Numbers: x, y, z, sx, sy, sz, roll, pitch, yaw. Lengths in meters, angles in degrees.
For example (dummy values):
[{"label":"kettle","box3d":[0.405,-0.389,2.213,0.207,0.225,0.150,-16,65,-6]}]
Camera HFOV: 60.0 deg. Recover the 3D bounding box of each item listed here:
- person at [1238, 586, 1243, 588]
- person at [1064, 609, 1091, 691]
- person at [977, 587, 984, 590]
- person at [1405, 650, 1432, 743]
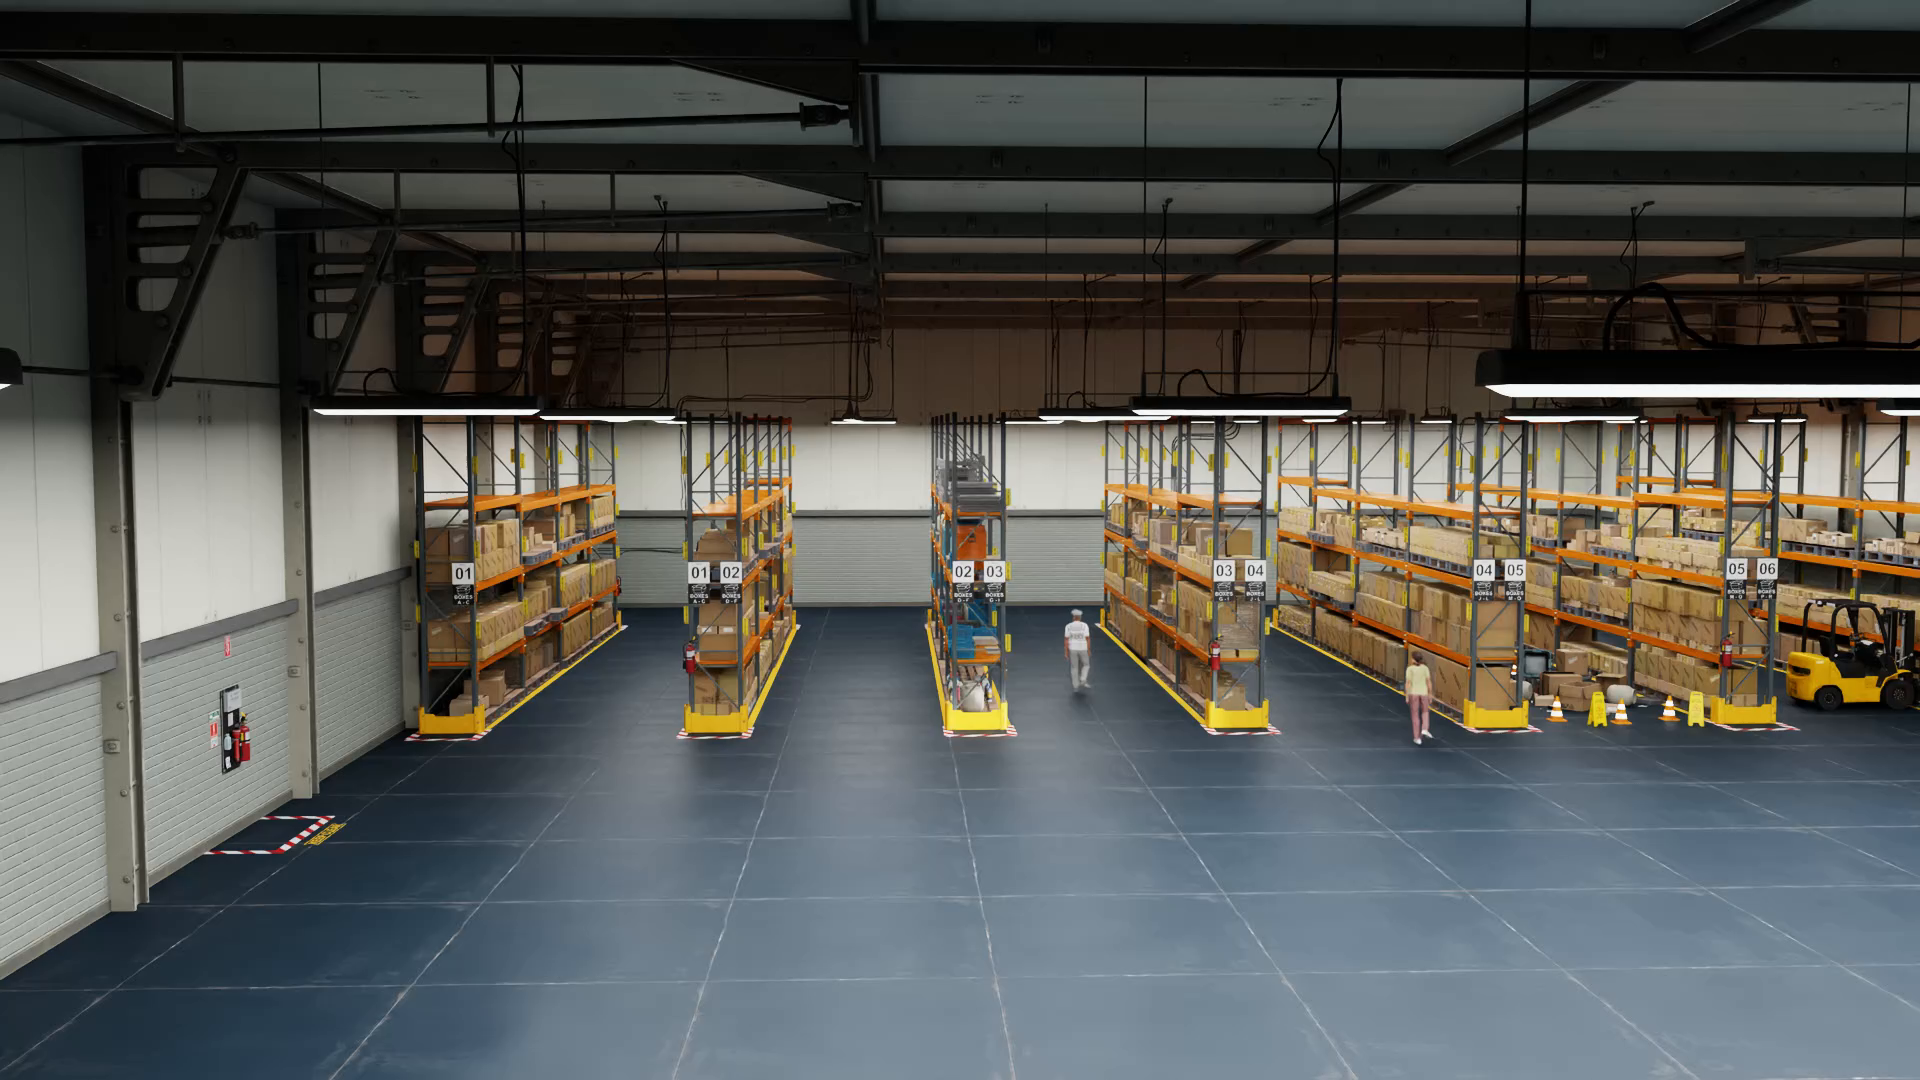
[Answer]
[{"label":"person","box3d":[8.228,1.442,49.892,0.559,1.731,1.004,0,4,7]},{"label":"person","box3d":[2.546,2.388,35.944,0.586,1.762,0.493,1,4,9]},{"label":"person","box3d":[0.579,1.486,50.046,1.052,1.671,0.521,1,4,19]},{"label":"person","box3d":[8.301,2.836,30.104,0.492,1.660,0.462,0,4,7]}]
